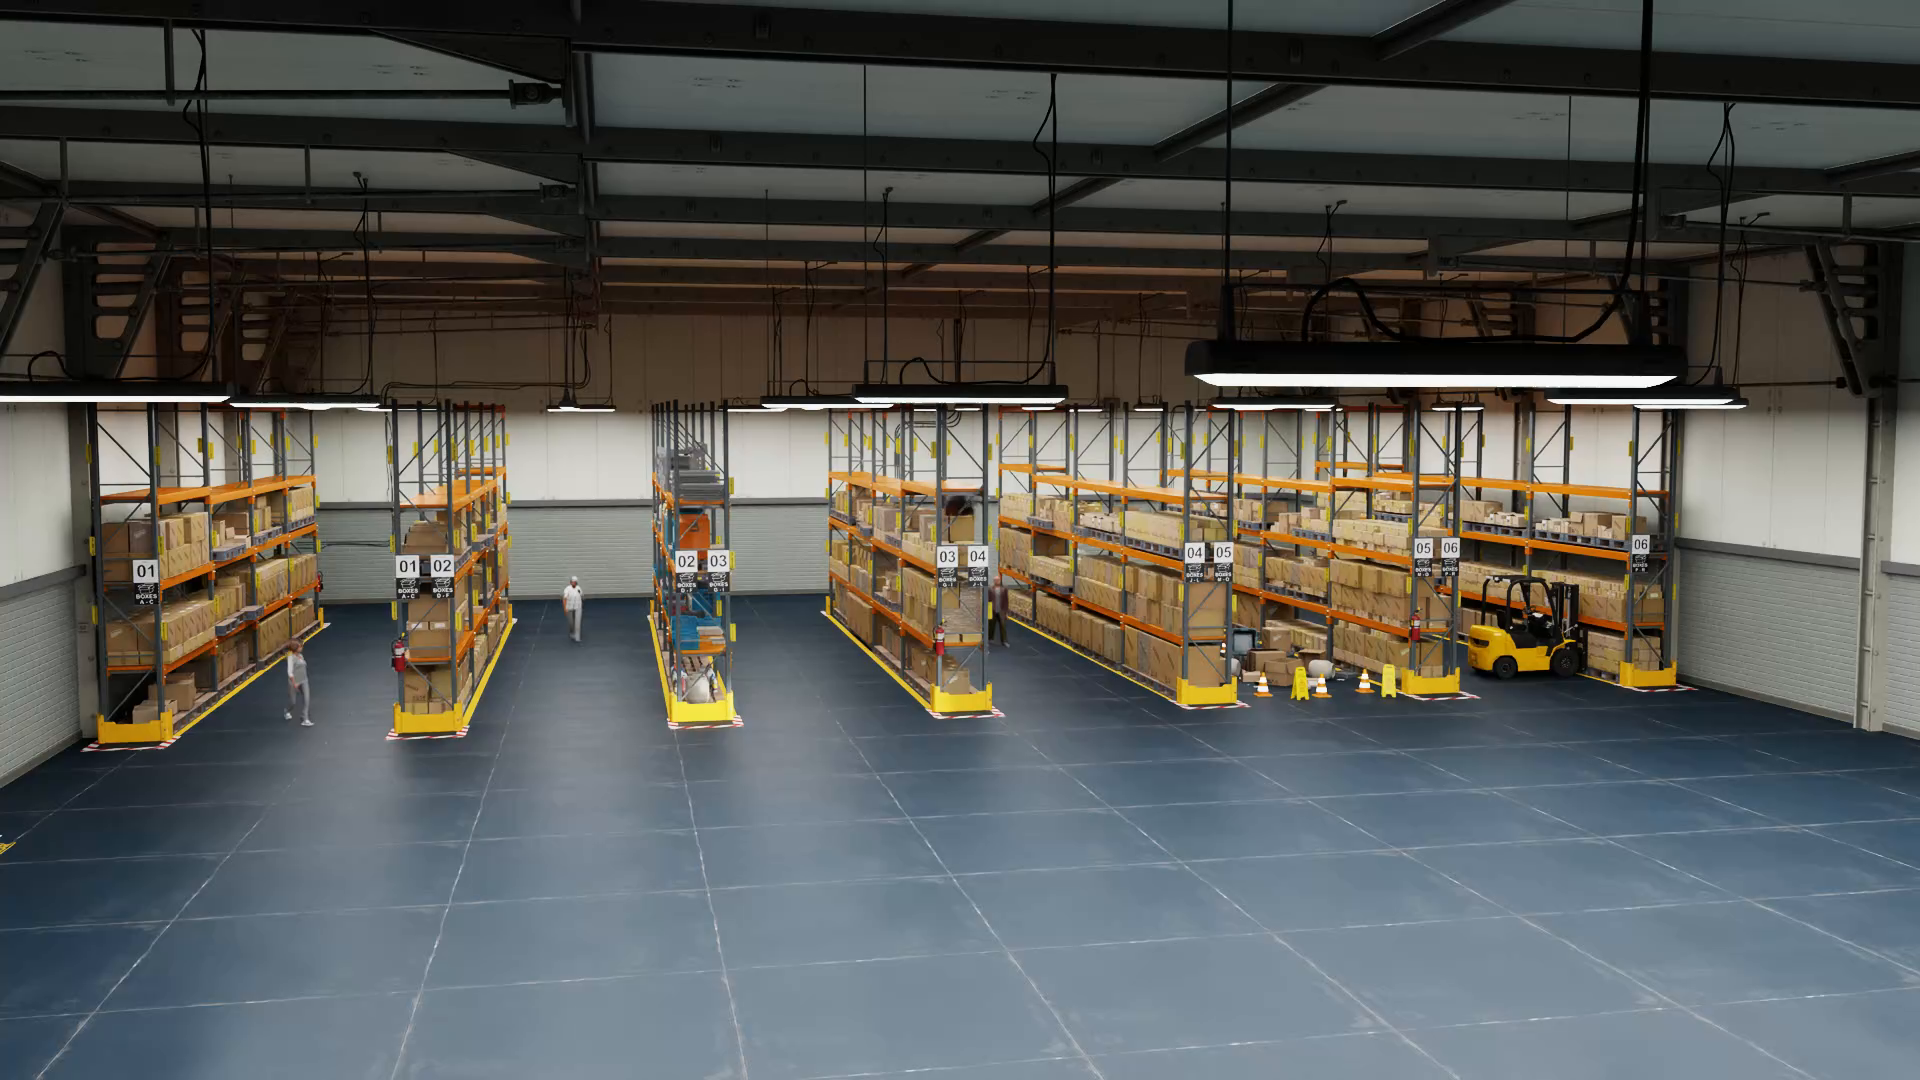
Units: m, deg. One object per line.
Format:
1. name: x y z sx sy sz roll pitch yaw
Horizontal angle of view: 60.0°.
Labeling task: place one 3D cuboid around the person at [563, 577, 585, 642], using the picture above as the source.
1. person: -9.782 1.741 42.125 0.506 1.628 0.927 -1 4 -7

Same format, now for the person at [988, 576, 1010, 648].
1. person: 0.924 1.750 40.958 0.647 1.726 1.047 -1 4 -15

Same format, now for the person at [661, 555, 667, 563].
1. person: -8.770 1.168 49.413 0.579 1.685 1.057 0 4 -1

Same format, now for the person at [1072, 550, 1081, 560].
1. person: 3.324 1.155 48.850 0.608 1.785 0.585 -2 5 -24

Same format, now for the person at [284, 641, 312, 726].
1. person: -12.235 2.627 30.643 0.400 1.548 0.831 -4 6 -43
